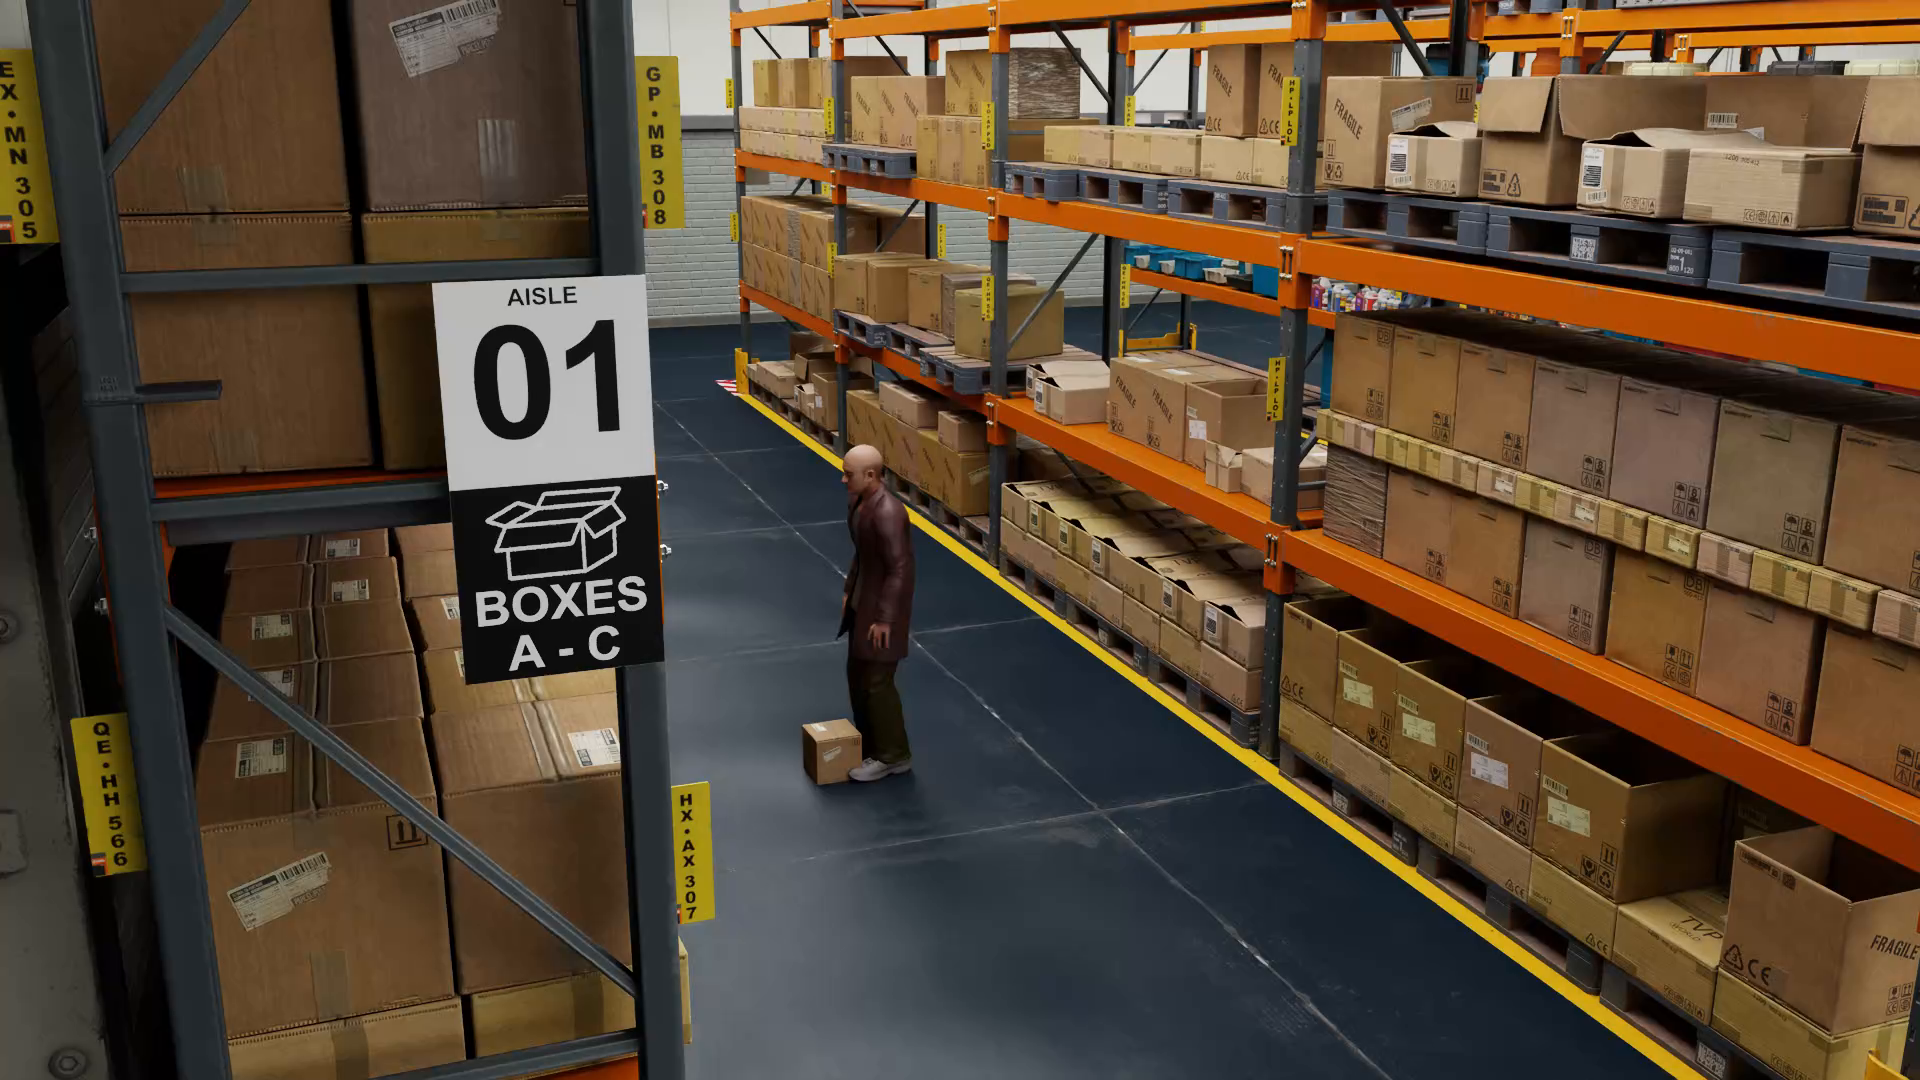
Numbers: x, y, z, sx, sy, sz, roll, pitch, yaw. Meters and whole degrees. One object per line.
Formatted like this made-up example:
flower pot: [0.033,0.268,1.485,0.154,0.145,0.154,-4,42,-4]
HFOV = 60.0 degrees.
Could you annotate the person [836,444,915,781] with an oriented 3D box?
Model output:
person: [-0.456,0.363,8.727,0.422,1.774,0.642,-6,16,-20]
